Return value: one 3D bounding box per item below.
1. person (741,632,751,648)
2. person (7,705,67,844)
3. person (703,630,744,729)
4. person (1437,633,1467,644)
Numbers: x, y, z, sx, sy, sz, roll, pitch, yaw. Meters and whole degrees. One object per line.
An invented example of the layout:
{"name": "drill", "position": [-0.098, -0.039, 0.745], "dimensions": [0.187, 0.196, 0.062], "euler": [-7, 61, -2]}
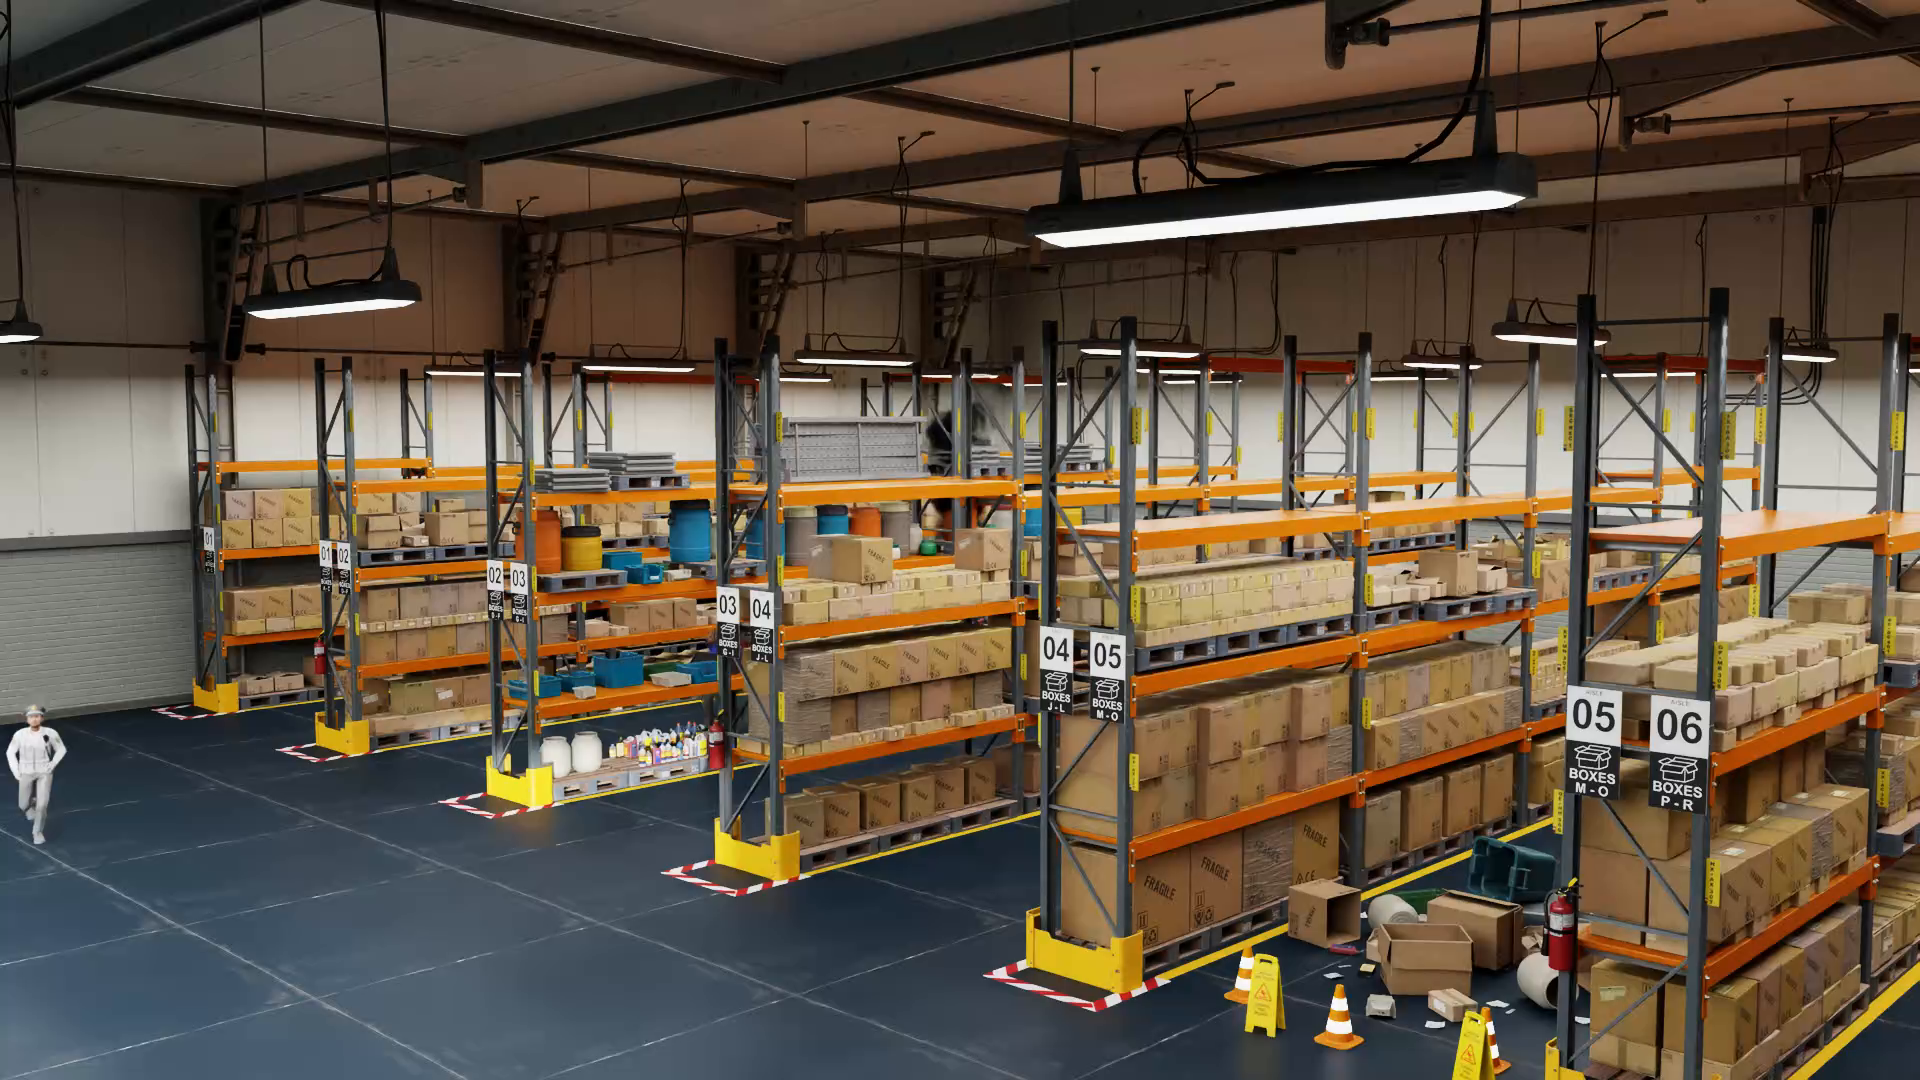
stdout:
{"name": "person", "position": [-4.298, 1.696, 33.704], "dimensions": [0.642, 1.839, 0.763], "euler": [4, 6, 42]}
{"name": "person", "position": [-11.181, 2.812, 20.152], "dimensions": [0.639, 1.653, 0.611], "euler": [-2, 5, -22]}
{"name": "person", "position": [-3.881, 2.269, 26.763], "dimensions": [0.838, 1.653, 0.573], "euler": [-3, 6, -37]}
{"name": "person", "position": [7.904, 2.273, 26.732], "dimensions": [0.677, 1.671, 0.790], "euler": [4, 6, 42]}
